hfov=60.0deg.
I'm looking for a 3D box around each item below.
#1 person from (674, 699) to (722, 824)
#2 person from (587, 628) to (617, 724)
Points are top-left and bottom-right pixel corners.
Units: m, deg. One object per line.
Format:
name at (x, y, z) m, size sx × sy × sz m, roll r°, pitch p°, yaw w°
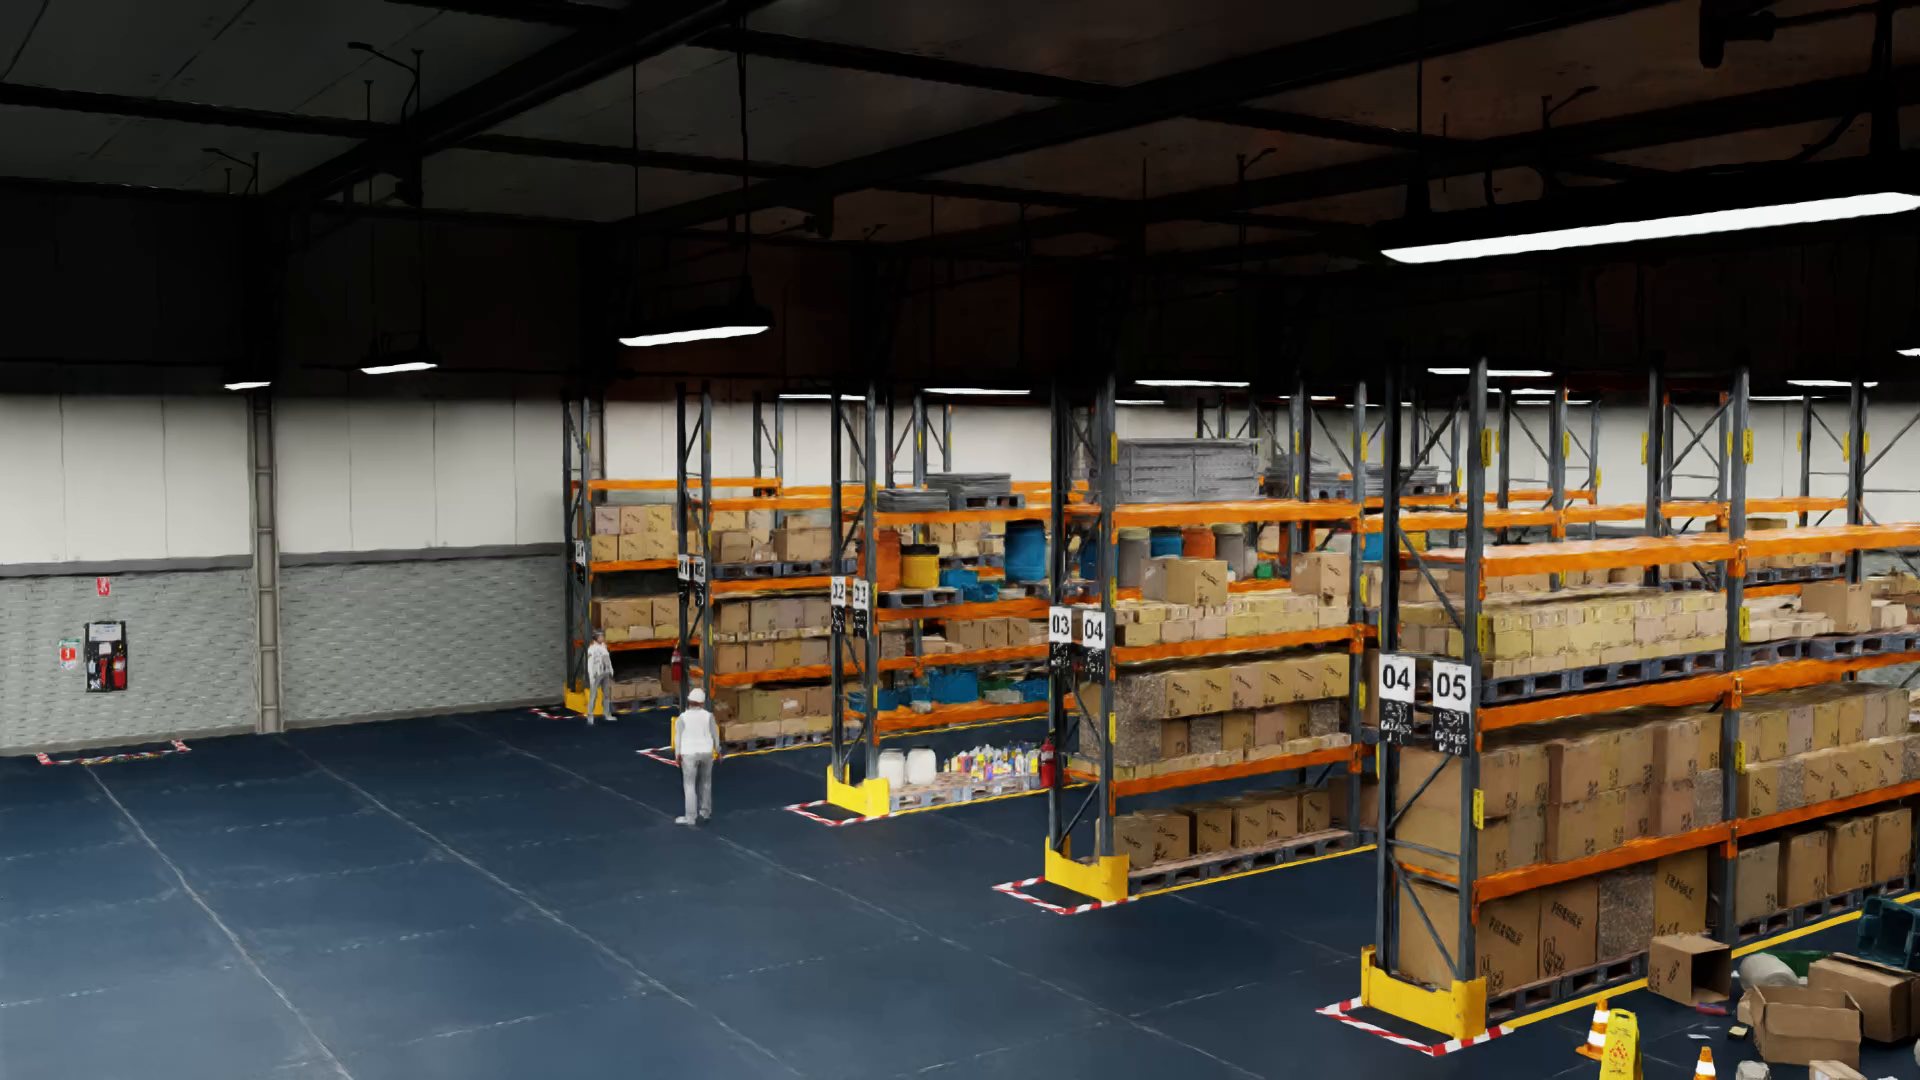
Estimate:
person at (-3.495, 2.875, 22.138) m, size 0.657 × 1.709 × 0.576 m, roll -2°, pitch 4°, yaw -23°
person at (-6.393, 2.410, 29.627) m, size 0.432 × 1.684 × 0.555 m, roll 2°, pitch 4°, yaw 33°
